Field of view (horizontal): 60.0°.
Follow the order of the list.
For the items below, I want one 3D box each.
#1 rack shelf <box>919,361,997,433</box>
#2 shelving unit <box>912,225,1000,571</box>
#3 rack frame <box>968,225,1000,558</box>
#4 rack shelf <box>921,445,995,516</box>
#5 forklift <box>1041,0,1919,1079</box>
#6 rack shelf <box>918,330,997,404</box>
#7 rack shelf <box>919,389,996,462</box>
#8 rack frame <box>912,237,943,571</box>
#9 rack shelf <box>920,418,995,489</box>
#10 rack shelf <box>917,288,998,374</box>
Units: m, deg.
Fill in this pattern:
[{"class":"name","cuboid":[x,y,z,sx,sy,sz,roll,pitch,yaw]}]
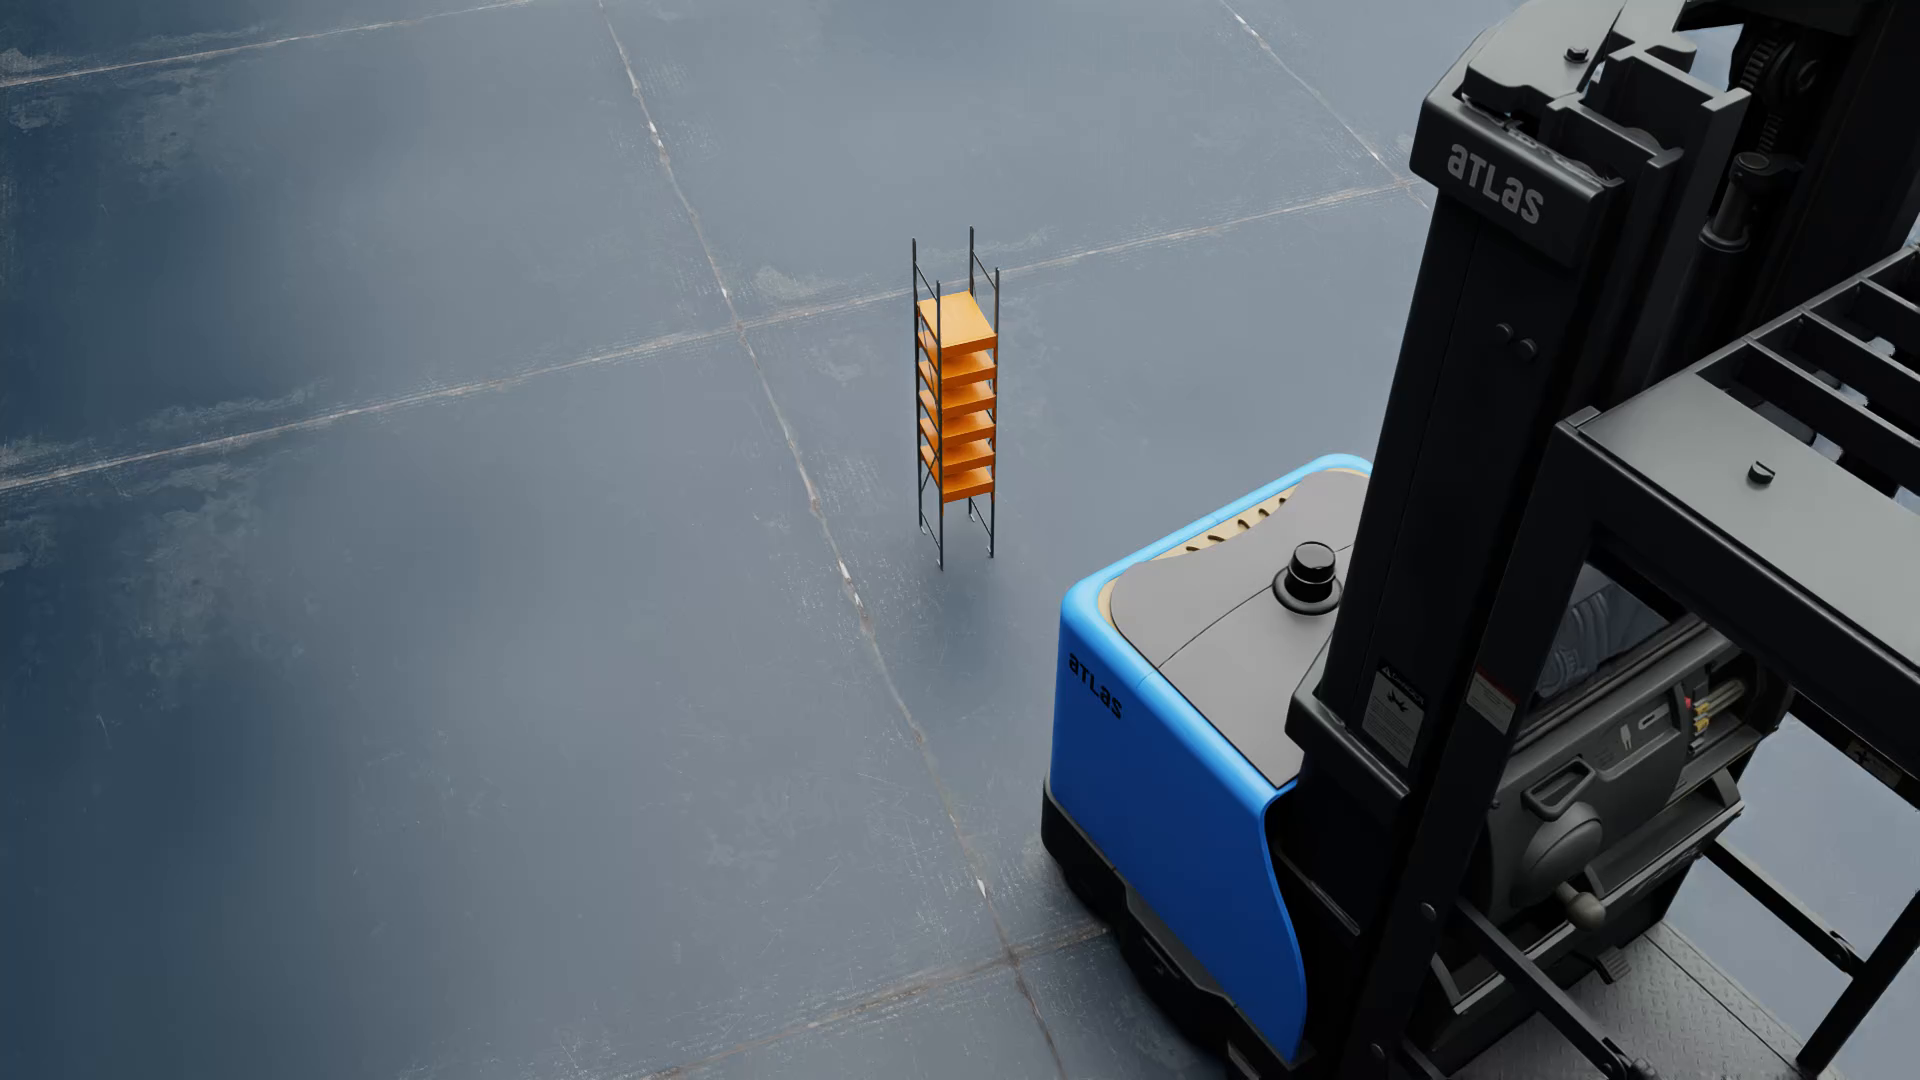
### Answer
[{"class":"rack shelf","cuboid":[-0.014,-0.473,5.268,0.180,0.103,0.258,-14,47,-14]},{"class":"shelving unit","cuboid":[-0.014,-0.420,5.322,0.189,1.200,0.258,-14,47,-14]},{"class":"rack frame","cuboid":[0.072,-0.442,5.343,0.006,1.200,0.240,-14,47,-14]},{"class":"rack shelf","cuboid":[-0.014,-0.219,5.523,0.180,0.103,0.258,-14,47,-14]},{"class":"forklift","cuboid":[1.479,0.520,3.162,1.130,2.935,3.031,-26,51,-23]},{"class":"rack shelf","cuboid":[-0.014,-0.558,5.183,0.180,0.103,0.258,-14,47,-14]},{"class":"rack shelf","cuboid":[-0.014,-0.389,5.353,0.180,0.103,0.258,-14,47,-14]},{"class":"rack frame","cuboid":[-0.100,-0.398,5.300,0.006,1.200,0.240,-14,47,-14]},{"class":"rack shelf","cuboid":[-0.014,-0.304,5.438,0.180,0.103,0.258,-14,47,-14]},{"class":"rack shelf","cuboid":[-0.014,-0.643,5.098,0.180,0.103,0.258,-14,47,-14]}]
